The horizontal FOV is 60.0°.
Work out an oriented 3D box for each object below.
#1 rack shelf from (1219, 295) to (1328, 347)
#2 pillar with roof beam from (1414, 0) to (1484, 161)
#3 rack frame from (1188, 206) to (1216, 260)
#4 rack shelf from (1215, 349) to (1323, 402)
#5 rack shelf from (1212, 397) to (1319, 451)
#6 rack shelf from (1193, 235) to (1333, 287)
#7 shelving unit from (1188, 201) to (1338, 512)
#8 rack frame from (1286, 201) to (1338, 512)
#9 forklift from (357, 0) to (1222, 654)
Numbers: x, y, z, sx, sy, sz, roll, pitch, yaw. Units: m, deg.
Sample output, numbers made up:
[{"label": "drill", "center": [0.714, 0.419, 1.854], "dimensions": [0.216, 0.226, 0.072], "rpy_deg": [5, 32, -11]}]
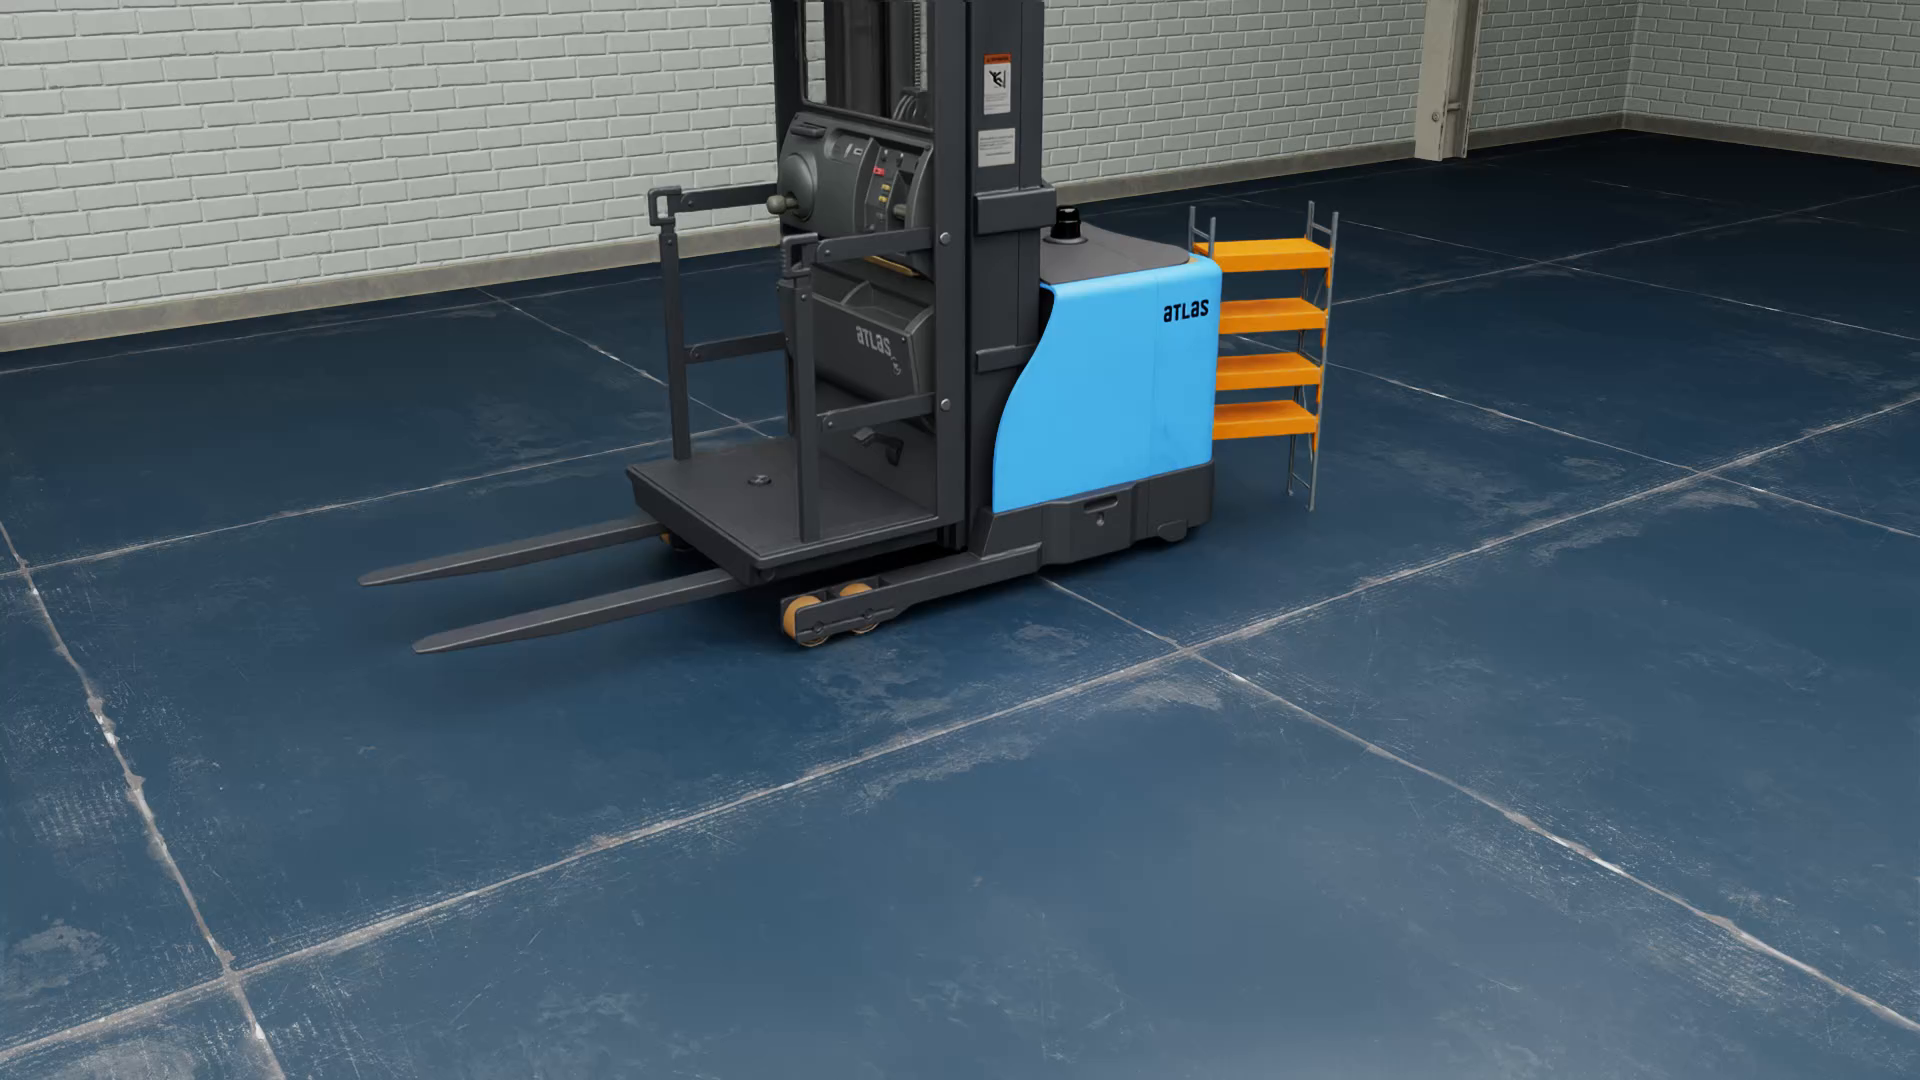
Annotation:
[{"label": "rack shelf", "center": [1.149, -0.841, 6.462], "dimensions": [0.480, 0.148, 0.258], "rpy_deg": [-5, 22, -12]}, {"label": "pillar with roof beam", "center": [6.873, -6.369, 10.217], "dimensions": [0.400, 9.000, 9.100], "rpy_deg": [-15, 26, -33]}, {"label": "rack frame", "center": [0.911, -0.676, 6.470], "dimensions": [0.015, 1.200, 0.240], "rpy_deg": [-5, 22, -12]}, {"label": "rack shelf", "center": [1.149, -0.633, 6.545], "dimensions": [0.480, 0.148, 0.258], "rpy_deg": [-5, 22, -12]}, {"label": "rack shelf", "center": [1.149, -0.448, 6.619], "dimensions": [0.480, 0.148, 0.258], "rpy_deg": [-5, 22, -12]}, {"label": "rack shelf", "center": [1.149, -1.060, 6.374], "dimensions": [0.480, 0.148, 0.258], "rpy_deg": [-5, 22, -12]}, {"label": "shelving unit", "center": [1.149, -0.695, 6.520], "dimensions": [0.503, 1.200, 0.258], "rpy_deg": [-5, 22, -12]}, {"label": "rack frame", "center": [1.387, -0.715, 6.570], "dimensions": [0.015, 1.200, 0.240], "rpy_deg": [-5, 22, -12]}, {"label": "forklift", "center": [-0.539, -1.230, 5.524], "dimensions": [3.031, 2.935, 1.130], "rpy_deg": [-14, 26, -31]}]
